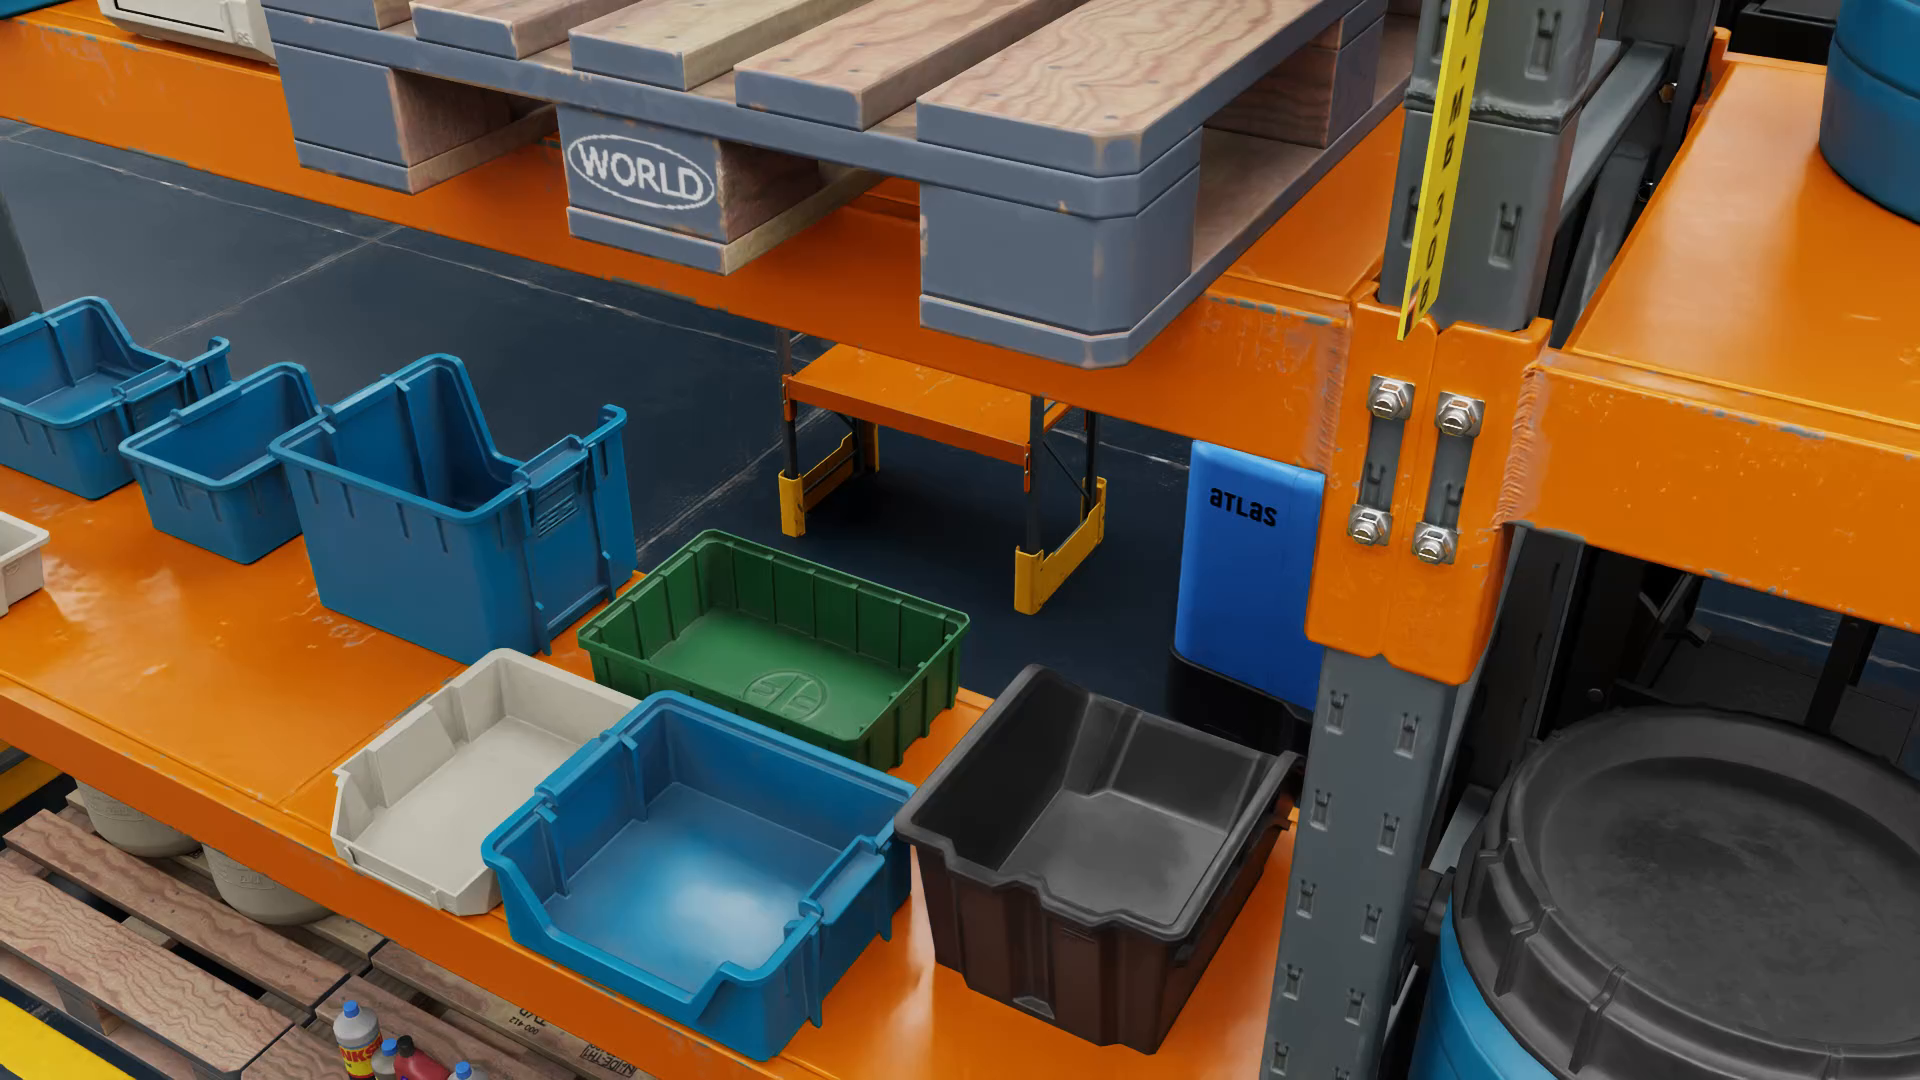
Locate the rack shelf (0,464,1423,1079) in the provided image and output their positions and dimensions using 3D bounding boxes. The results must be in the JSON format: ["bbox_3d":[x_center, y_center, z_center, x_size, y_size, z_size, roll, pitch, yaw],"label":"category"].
[{"bbox_3d":[-1.068,0.419,3.564,4.000,0.370,1.077,18,37,24],"label":"rack shelf"}]

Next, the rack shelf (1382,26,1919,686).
[{"bbox_3d":[2.405,0.270,1.081,4.000,0.370,1.077,18,37,24],"label":"rack shelf"}]

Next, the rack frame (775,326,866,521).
[{"bbox_3d":[-0.515,-0.788,6.079,0.032,1.500,0.500,18,37,24],"label":"rack frame"}]

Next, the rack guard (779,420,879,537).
[{"bbox_3d":[-0.499,-0.262,6.418,0.087,0.250,0.587,18,37,24],"label":"rack guard"}]

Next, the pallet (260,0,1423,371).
[{"bbox_3d":[-0.007,-0.652,1.987,1.003,0.211,1.213,18,37,24],"label":"pallet"}]

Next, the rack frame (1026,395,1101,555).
[{"bbox_3d":[0.367,-0.508,5.660,0.032,1.500,0.500,18,37,24],"label":"rack frame"}]

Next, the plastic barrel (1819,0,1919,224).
[{"bbox_3d":[1.217,-0.753,1.515,0.708,0.901,0.600,18,37,24],"label":"plastic barrel"}]

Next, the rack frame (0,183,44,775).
[{"bbox_3d":[-2.805,-0.431,4.191,0.127,3.000,1.000,18,37,24],"label":"rack frame"}]

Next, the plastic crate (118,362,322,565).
[{"bbox_3d":[-1.661,-0.194,3.969,0.408,0.251,0.499,18,37,24],"label":"plastic crate"}]

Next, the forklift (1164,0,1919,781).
[{"bbox_3d":[2.147,-0.362,4.149,3.031,2.935,1.130,22,39,29],"label":"forklift"}]

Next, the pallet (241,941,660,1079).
[{"bbox_3d":[-0.958,1.290,4.122,1.213,0.211,1.003,18,37,24],"label":"pallet"}]

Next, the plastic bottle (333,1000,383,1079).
[{"bbox_3d":[-1.385,1.170,3.851,0.097,0.271,0.097,0,34,0],"label":"plastic bottle"}]

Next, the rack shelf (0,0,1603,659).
[{"bbox_3d":[-1.068,-0.830,2.733,4.000,0.370,1.077,18,37,24],"label":"rack shelf"}]

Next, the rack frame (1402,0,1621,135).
[{"bbox_3d":[0.668,-1.828,0.876,0.127,3.000,1.000,18,37,24],"label":"rack frame"}]

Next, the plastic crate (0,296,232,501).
[{"bbox_3d":[-2.222,-0.375,4.242,0.616,0.251,0.499,18,37,24],"label":"plastic crate"}]

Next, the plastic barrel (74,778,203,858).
[{"bbox_3d":[-2.195,0.574,4.547,0.421,0.512,0.421,0,34,0],"label":"plastic barrel"}]

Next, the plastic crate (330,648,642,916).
[{"bbox_3d":[-0.867,0.454,3.099,0.437,0.136,0.530,18,37,24],"label":"plastic crate"}]

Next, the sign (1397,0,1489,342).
[{"bbox_3d":[0.386,-0.321,1.312,0.005,0.325,0.100,18,37,24],"label":"sign"}]

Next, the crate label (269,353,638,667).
[{"bbox_3d":[-1.072,-0.070,3.616,0.616,0.435,0.502,18,37,24],"label":"crate label"}]

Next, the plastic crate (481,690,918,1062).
[{"bbox_3d":[-0.427,0.557,2.841,0.616,0.251,0.499,18,37,24],"label":"plastic crate"}]

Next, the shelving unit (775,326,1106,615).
[{"bbox_3d":[-0.066,-0.645,5.866,1.083,1.500,0.587,18,37,24],"label":"shelving unit"}]

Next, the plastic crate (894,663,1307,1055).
[{"bbox_3d":[0.277,0.490,2.864,0.504,0.338,0.767,18,37,24],"label":"plastic crate"}]

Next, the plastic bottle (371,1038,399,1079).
[{"bbox_3d":[-1.295,1.228,3.828,0.097,0.201,0.097,0,34,0],"label":"plastic bottle"}]

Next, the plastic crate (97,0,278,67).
[{"bbox_3d":[-0.926,-0.716,2.151,0.396,0.136,0.243,18,37,24],"label":"plastic crate"}]

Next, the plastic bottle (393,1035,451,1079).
[{"bbox_3d":[-1.198,1.236,3.741,0.133,0.283,0.061,18,38,25],"label":"plastic bottle"}]

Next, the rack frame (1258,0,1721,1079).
[{"bbox_3d":[0.668,0.669,2.539,0.127,3.000,1.000,18,37,24],"label":"rack frame"}]

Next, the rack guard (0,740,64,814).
[{"bbox_3d":[-2.715,0.608,4.886,0.348,0.500,1.175,18,37,24],"label":"rack guard"}]

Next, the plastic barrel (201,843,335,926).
[{"bbox_3d":[-1.760,0.712,4.340,0.421,0.512,0.421,0,34,0],"label":"plastic barrel"}]

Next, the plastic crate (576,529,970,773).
[{"bbox_3d":[-0.370,0.248,3.362,0.662,0.188,0.450,18,37,24],"label":"plastic crate"}]

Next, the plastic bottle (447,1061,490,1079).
[{"bbox_3d":[-1.088,1.264,3.709,0.097,0.271,0.097,0,34,0],"label":"plastic bottle"}]

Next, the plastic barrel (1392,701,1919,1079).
[{"bbox_3d":[0.853,0.713,2.021,0.708,0.901,0.600,18,37,24],"label":"plastic barrel"}]

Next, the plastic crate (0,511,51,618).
[{"bbox_3d":[-2.187,0.080,3.662,0.250,0.136,0.298,18,37,24],"label":"plastic crate"}]

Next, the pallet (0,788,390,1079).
[{"bbox_3d":[-2.013,0.954,4.627,1.213,0.211,1.003,18,37,24],"label":"pallet"}]

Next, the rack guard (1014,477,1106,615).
[{"bbox_3d":[0.366,0.012,6.007,0.087,0.250,0.587,18,37,24],"label":"rack guard"}]

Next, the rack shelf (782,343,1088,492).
[{"bbox_3d":[-0.074,-0.498,5.969,1.000,0.185,0.538,18,37,24],"label":"rack shelf"}]
